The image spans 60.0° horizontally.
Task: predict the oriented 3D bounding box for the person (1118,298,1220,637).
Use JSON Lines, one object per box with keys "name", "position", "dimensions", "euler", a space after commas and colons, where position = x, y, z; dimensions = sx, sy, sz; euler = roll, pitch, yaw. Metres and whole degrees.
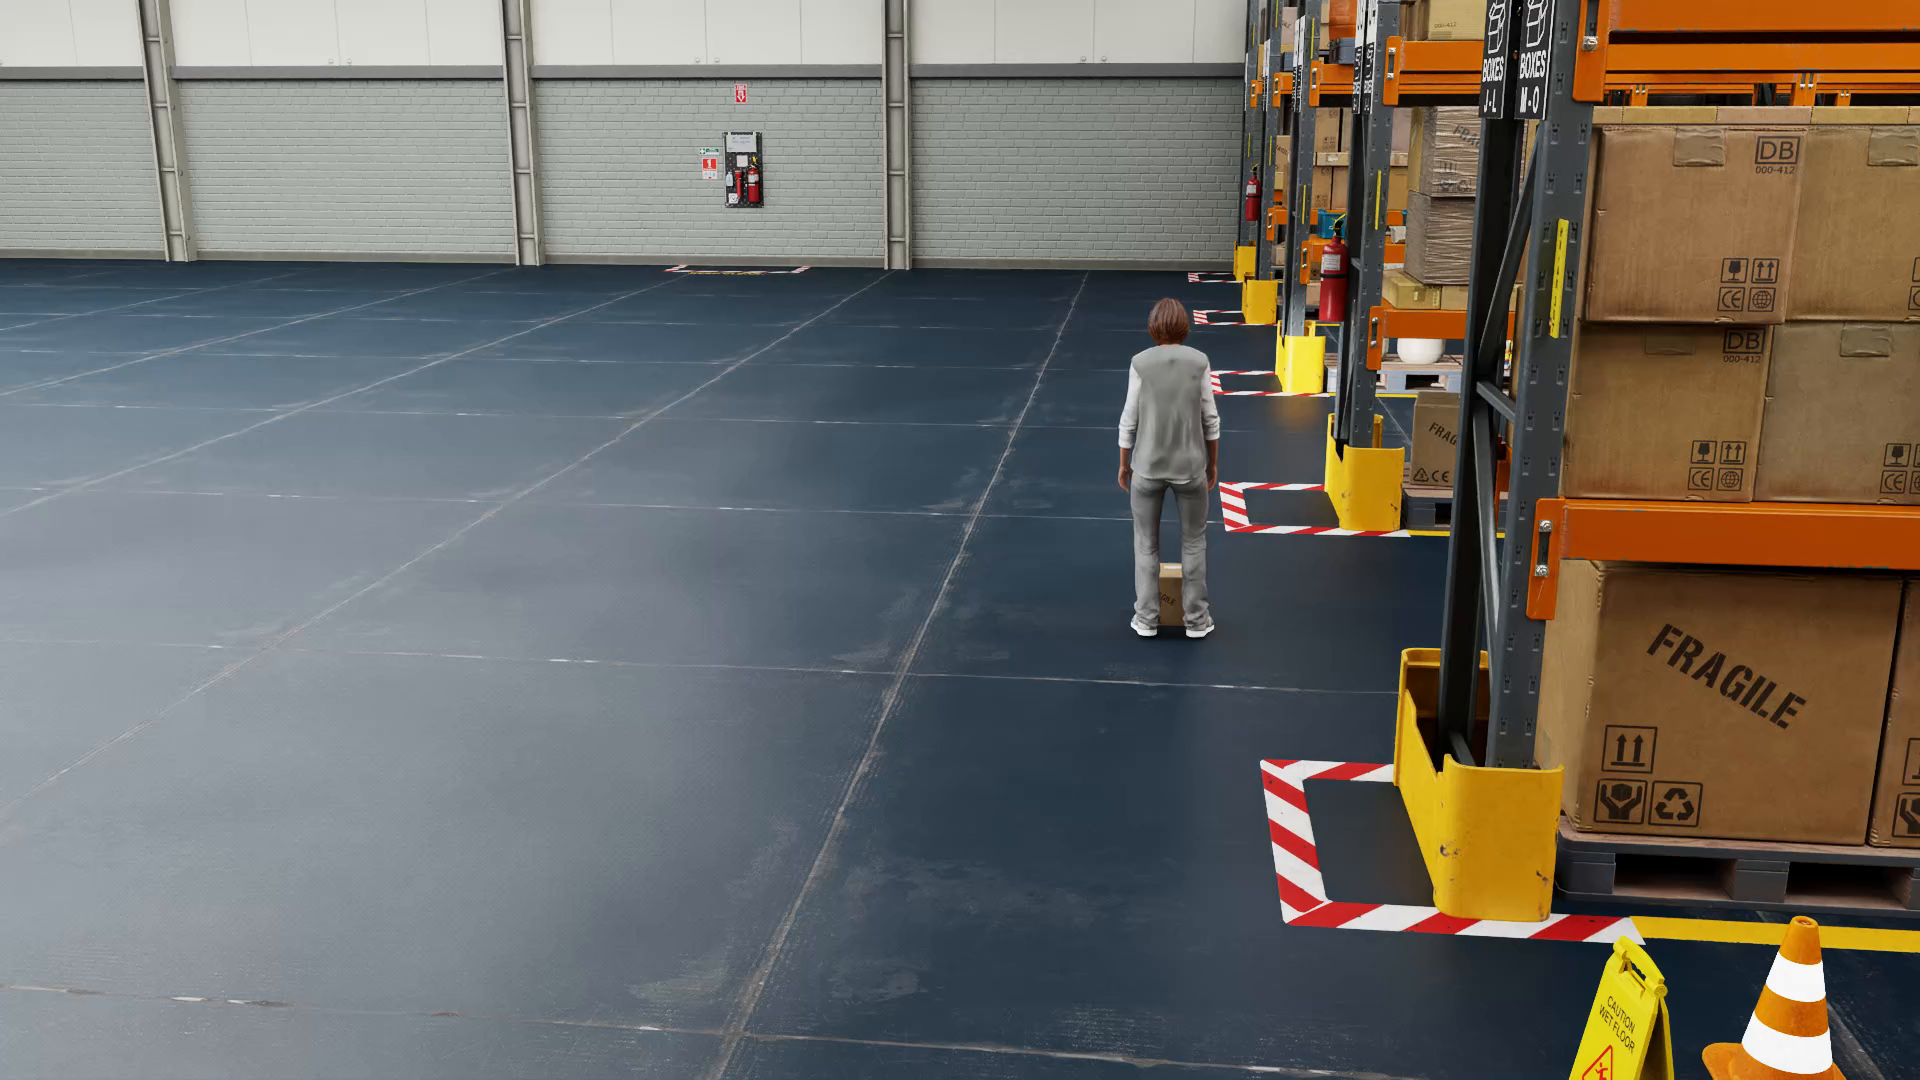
{"name": "person", "position": [0.979, -0.323, 7.775], "dimensions": [0.482, 1.594, 0.342], "euler": [1, 15, 4]}
